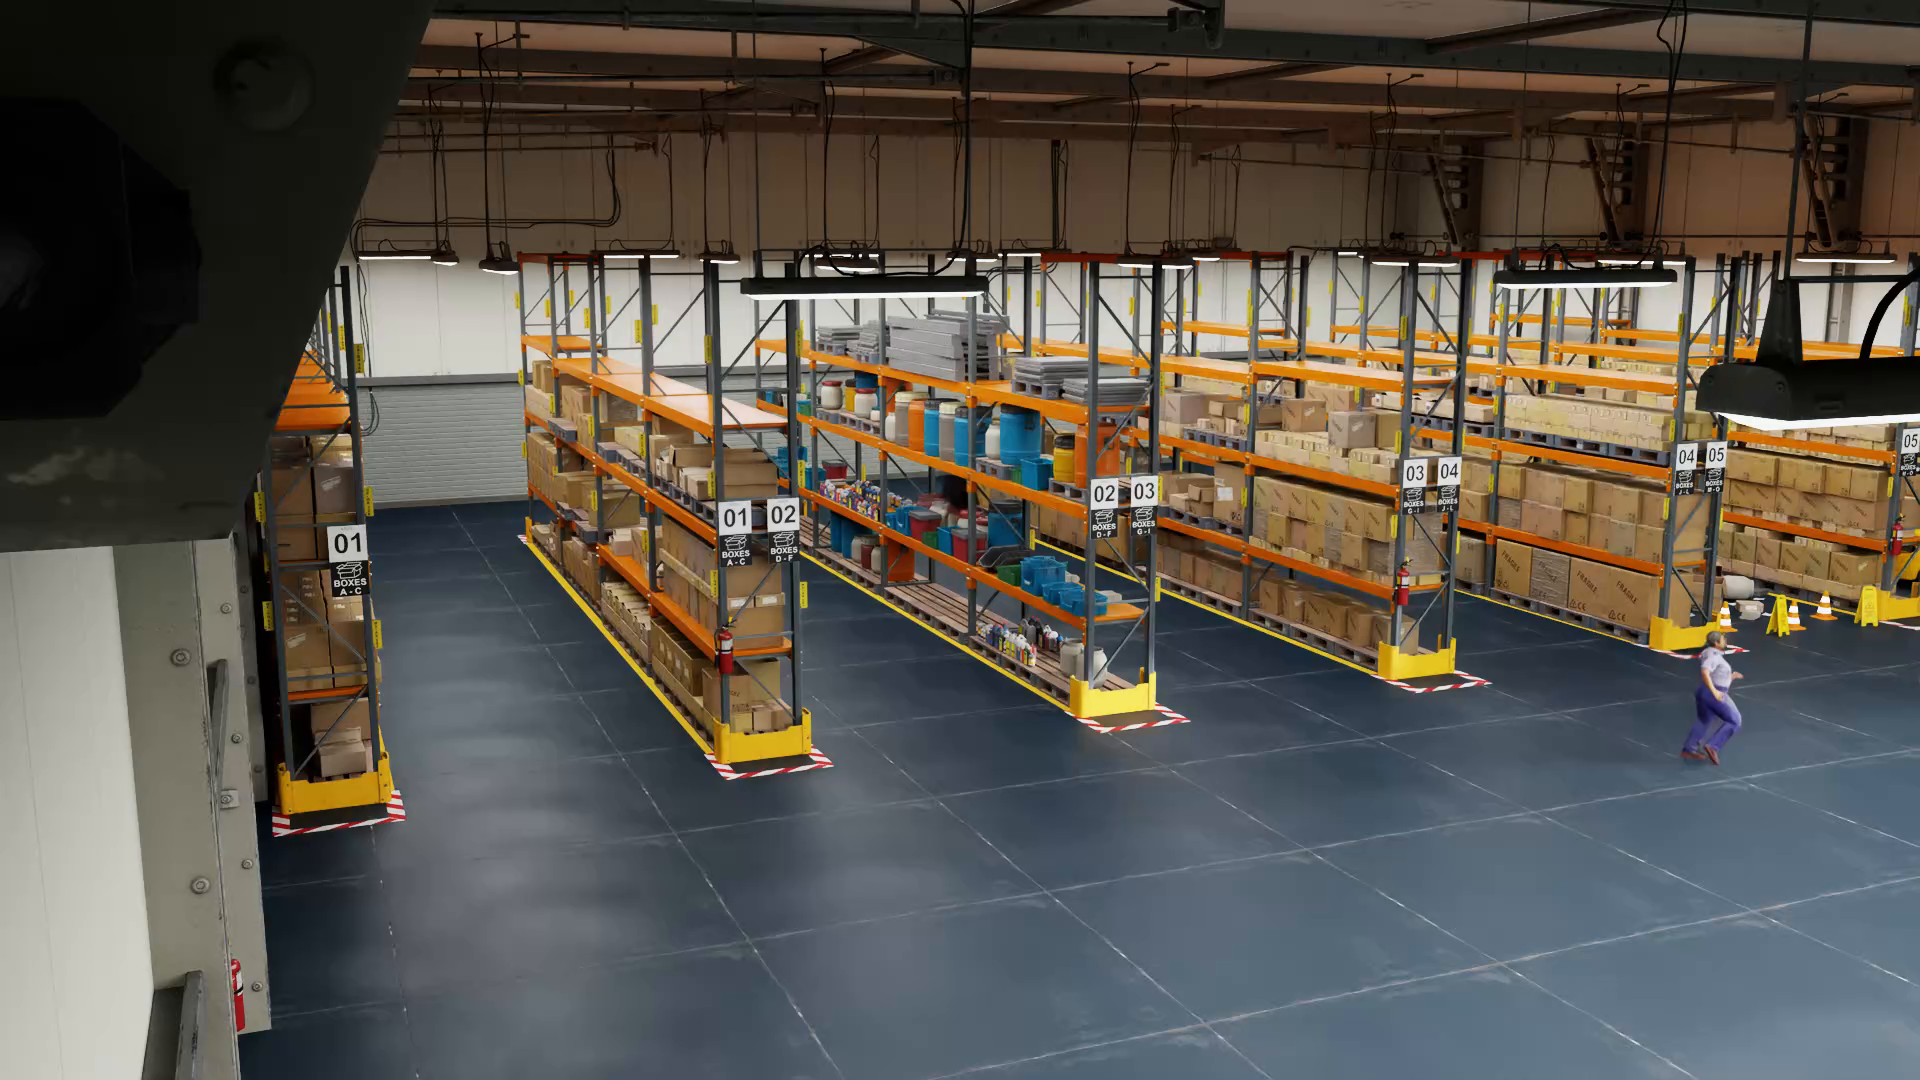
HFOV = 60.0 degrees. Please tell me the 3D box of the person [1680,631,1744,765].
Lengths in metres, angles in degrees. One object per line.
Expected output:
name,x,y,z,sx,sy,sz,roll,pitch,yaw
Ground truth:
person,9.123,1.909,20.101,0.660,1.629,0.578,0,10,1
